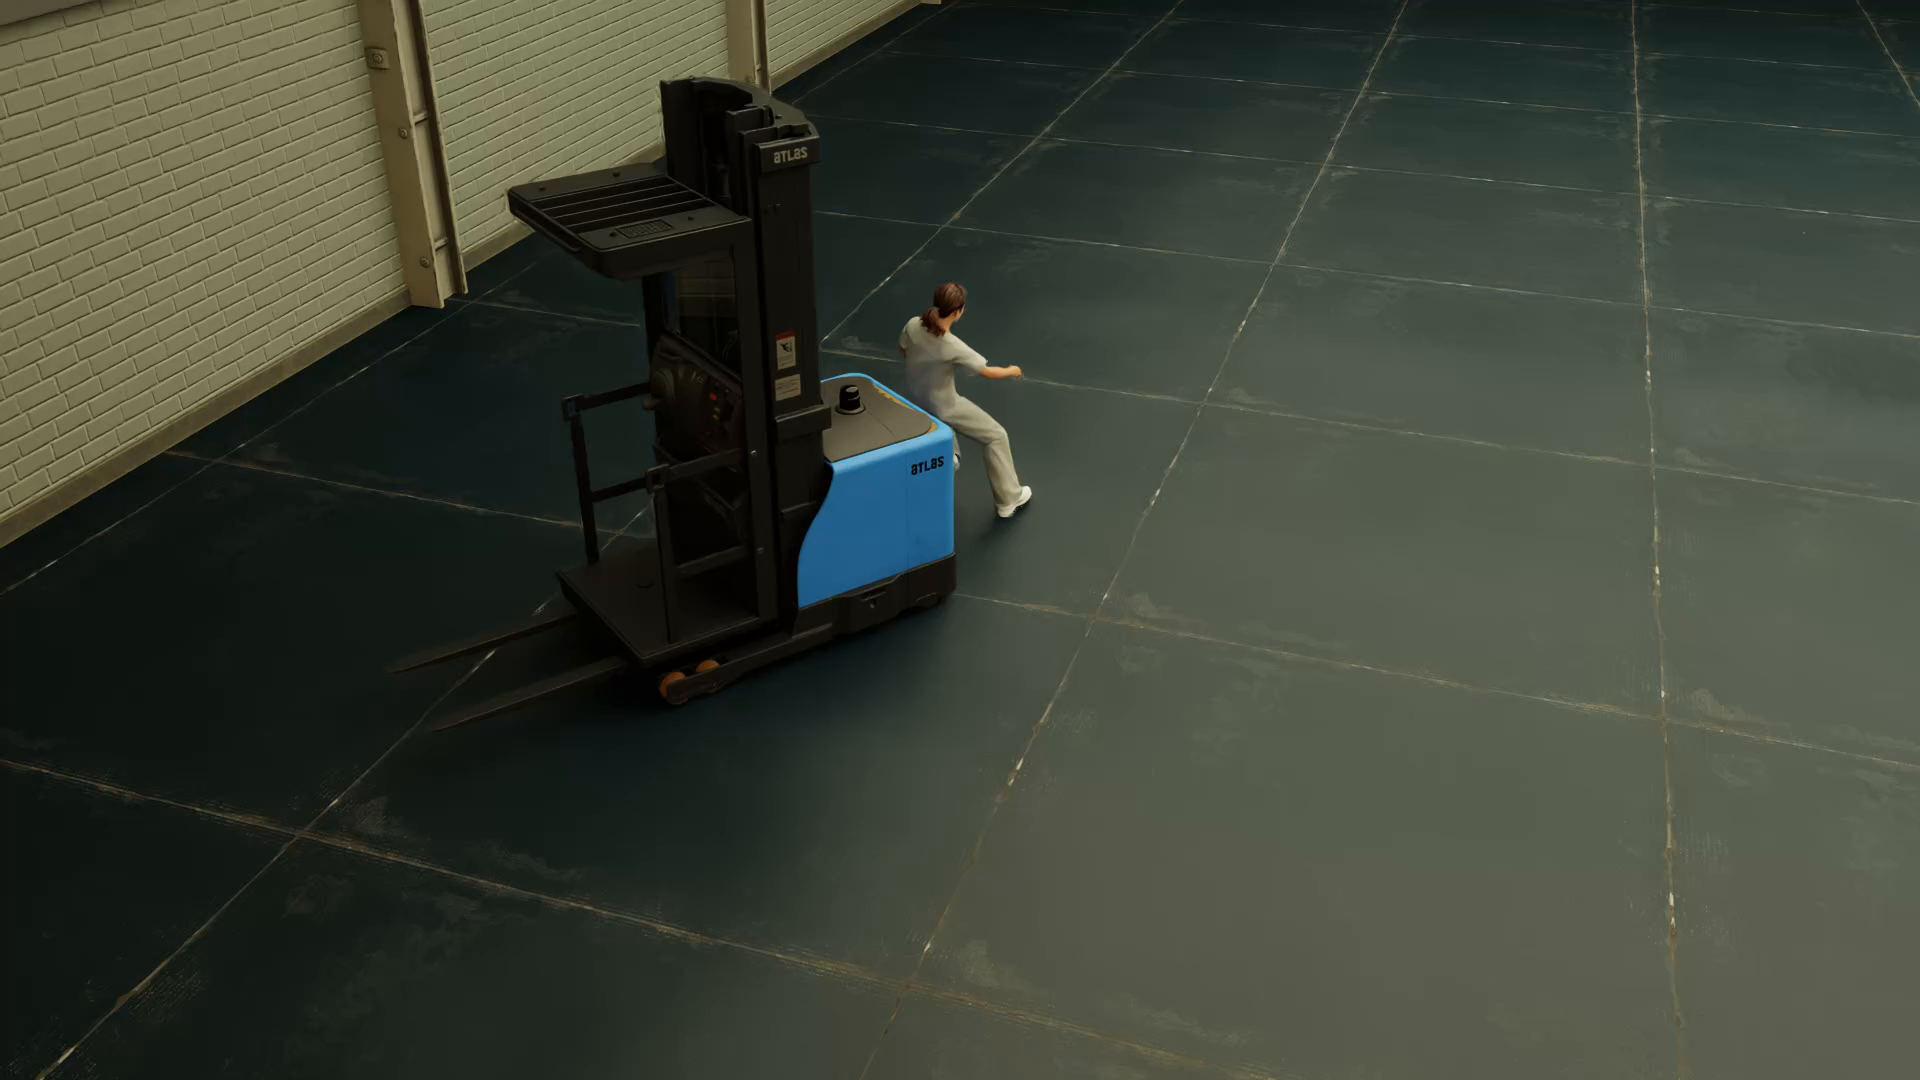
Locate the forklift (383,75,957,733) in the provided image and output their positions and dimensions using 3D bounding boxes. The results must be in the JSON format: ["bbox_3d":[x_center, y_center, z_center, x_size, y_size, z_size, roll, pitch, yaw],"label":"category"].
[{"bbox_3d":[-1.519,-0.719,8.398,3.031,2.935,1.130,-19,35,-30],"label":"forklift"}]

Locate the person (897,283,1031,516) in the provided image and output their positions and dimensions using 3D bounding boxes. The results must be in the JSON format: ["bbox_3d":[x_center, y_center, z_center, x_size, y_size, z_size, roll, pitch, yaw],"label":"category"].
[{"bbox_3d":[0.016,-0.911,10.170,0.756,1.507,0.713,22,36,33],"label":"person"}]
